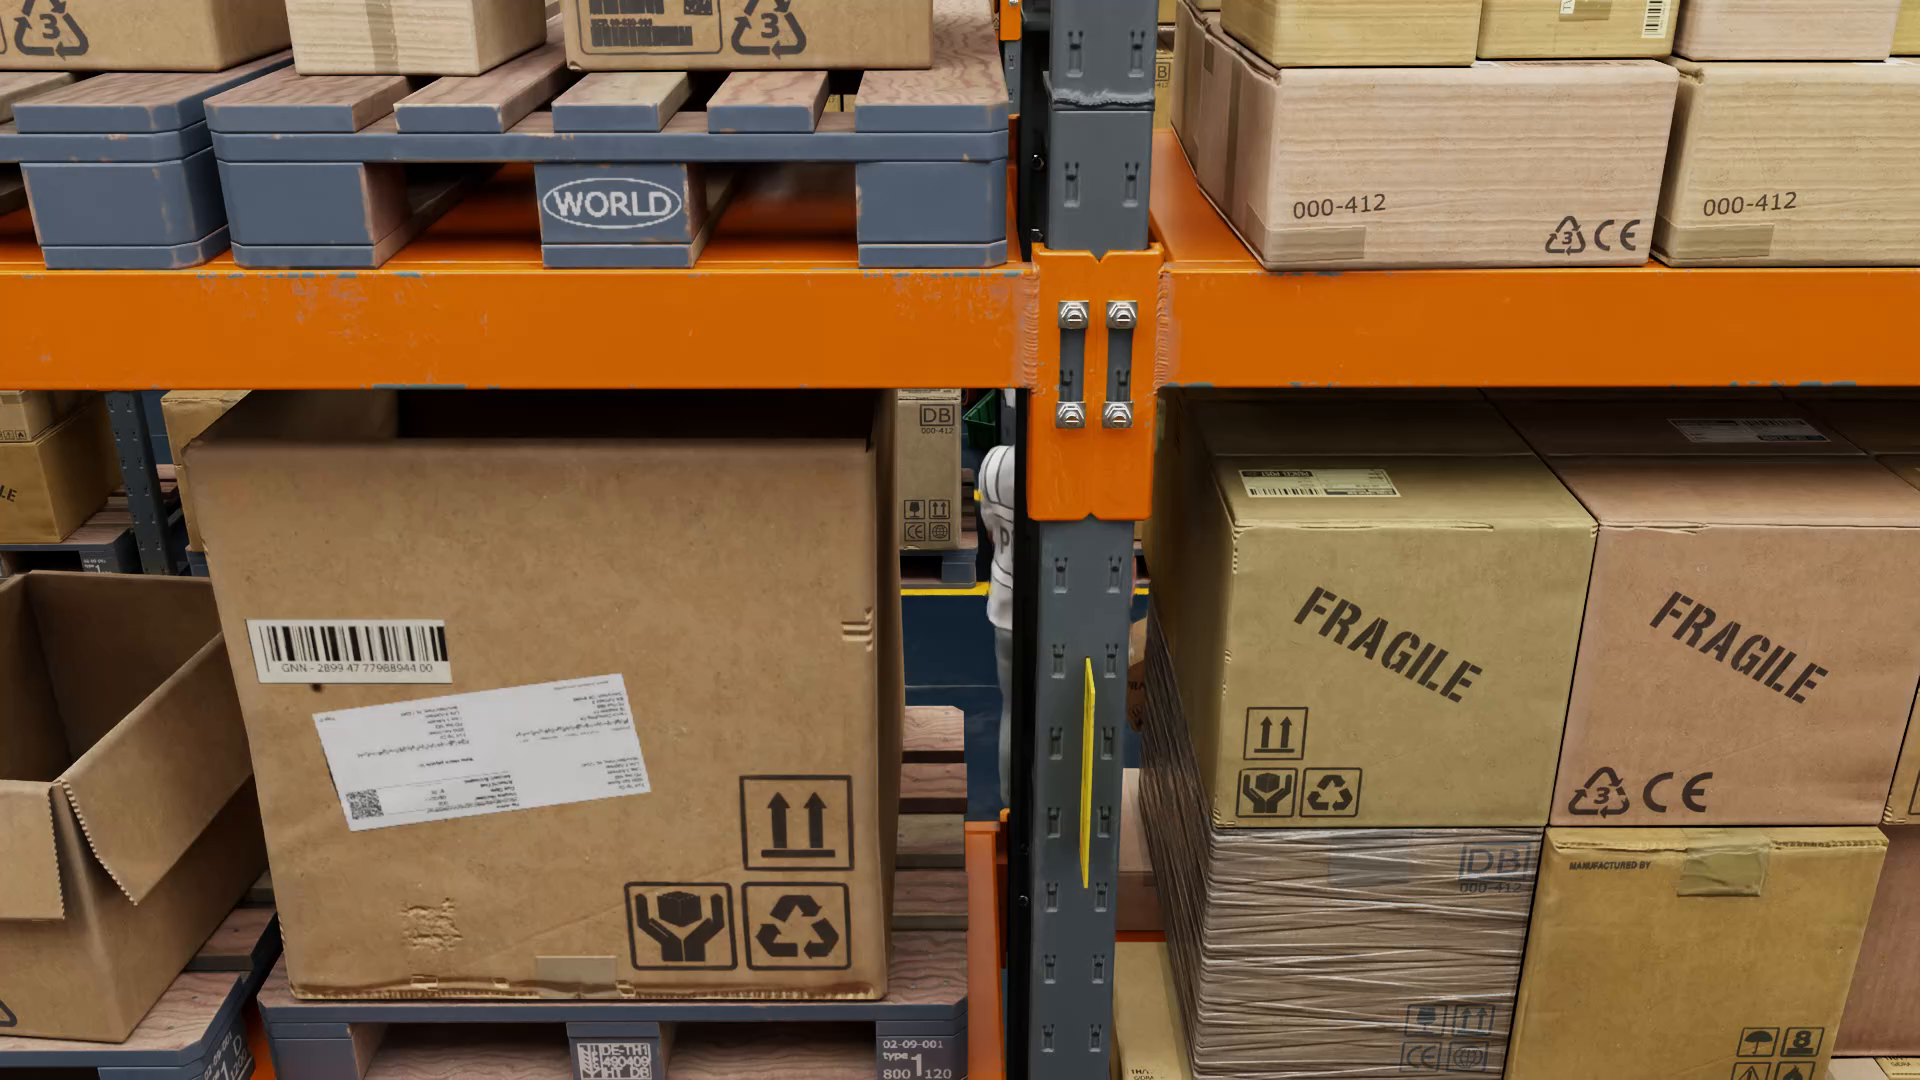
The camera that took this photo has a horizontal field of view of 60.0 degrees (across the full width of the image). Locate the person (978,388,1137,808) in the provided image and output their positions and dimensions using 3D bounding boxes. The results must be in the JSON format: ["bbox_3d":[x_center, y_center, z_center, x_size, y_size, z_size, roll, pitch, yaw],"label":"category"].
[{"bbox_3d":[0.369,0.247,5.470,0.604,1.789,0.471,12,27,26],"label":"person"}]
